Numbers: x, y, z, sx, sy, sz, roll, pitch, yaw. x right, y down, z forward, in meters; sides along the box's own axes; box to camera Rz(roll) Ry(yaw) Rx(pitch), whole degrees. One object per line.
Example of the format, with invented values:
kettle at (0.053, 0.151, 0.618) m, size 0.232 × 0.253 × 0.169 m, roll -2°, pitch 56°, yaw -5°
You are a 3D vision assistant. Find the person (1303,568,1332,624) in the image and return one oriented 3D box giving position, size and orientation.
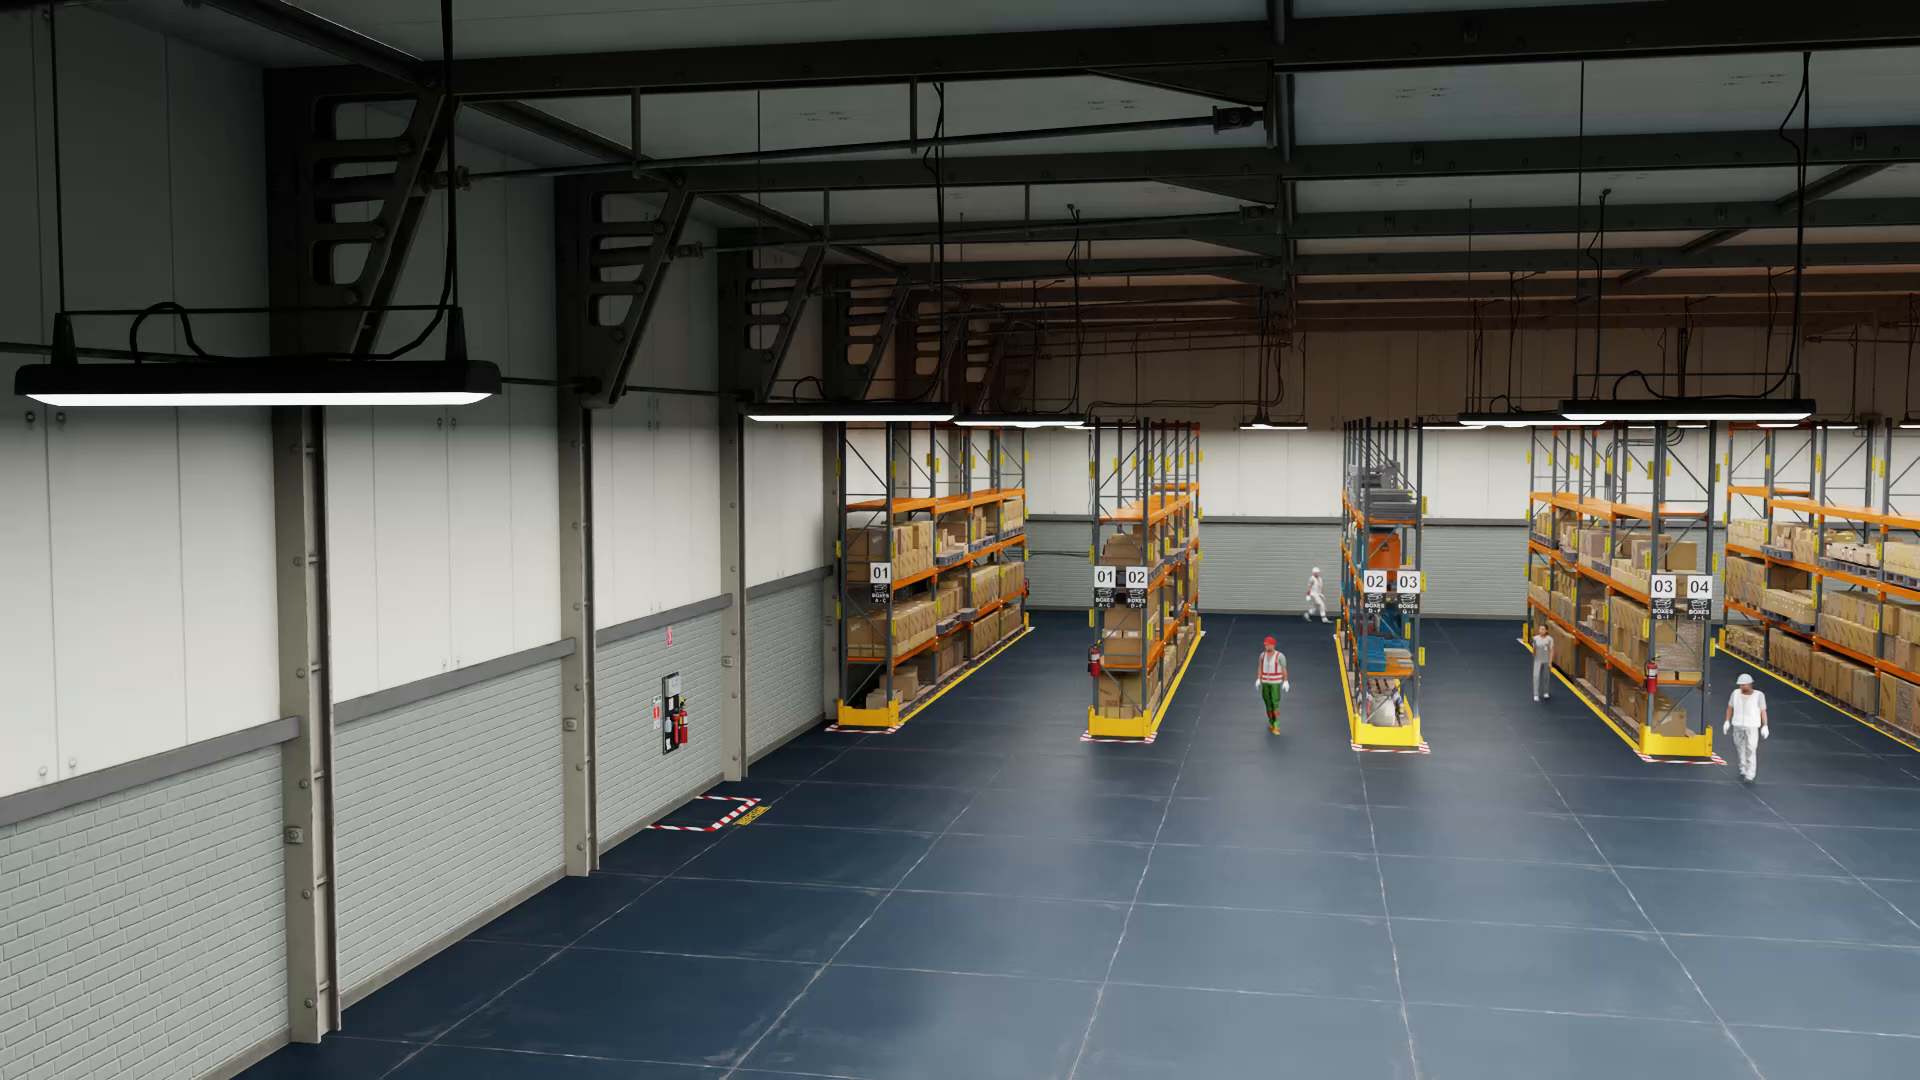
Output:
person at (10.706, 1.658, 49.828) m, size 0.530 × 1.673 × 1.101 m, roll -4°, pitch 5°, yaw -44°

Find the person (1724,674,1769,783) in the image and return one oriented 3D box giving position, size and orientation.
person at (12.925, 3.077, 27.384) m, size 0.632 × 1.753 × 0.916 m, roll 4°, pitch 5°, yaw 44°

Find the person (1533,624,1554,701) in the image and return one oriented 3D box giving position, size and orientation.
person at (12.409, 2.591, 35.404) m, size 0.457 × 1.616 × 0.977 m, roll 2°, pitch 4°, yaw 25°

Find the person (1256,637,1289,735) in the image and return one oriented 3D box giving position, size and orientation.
person at (5.929, 2.766, 31.818) m, size 0.623 × 1.791 × 0.639 m, roll 3°, pitch 5°, yaw 39°
